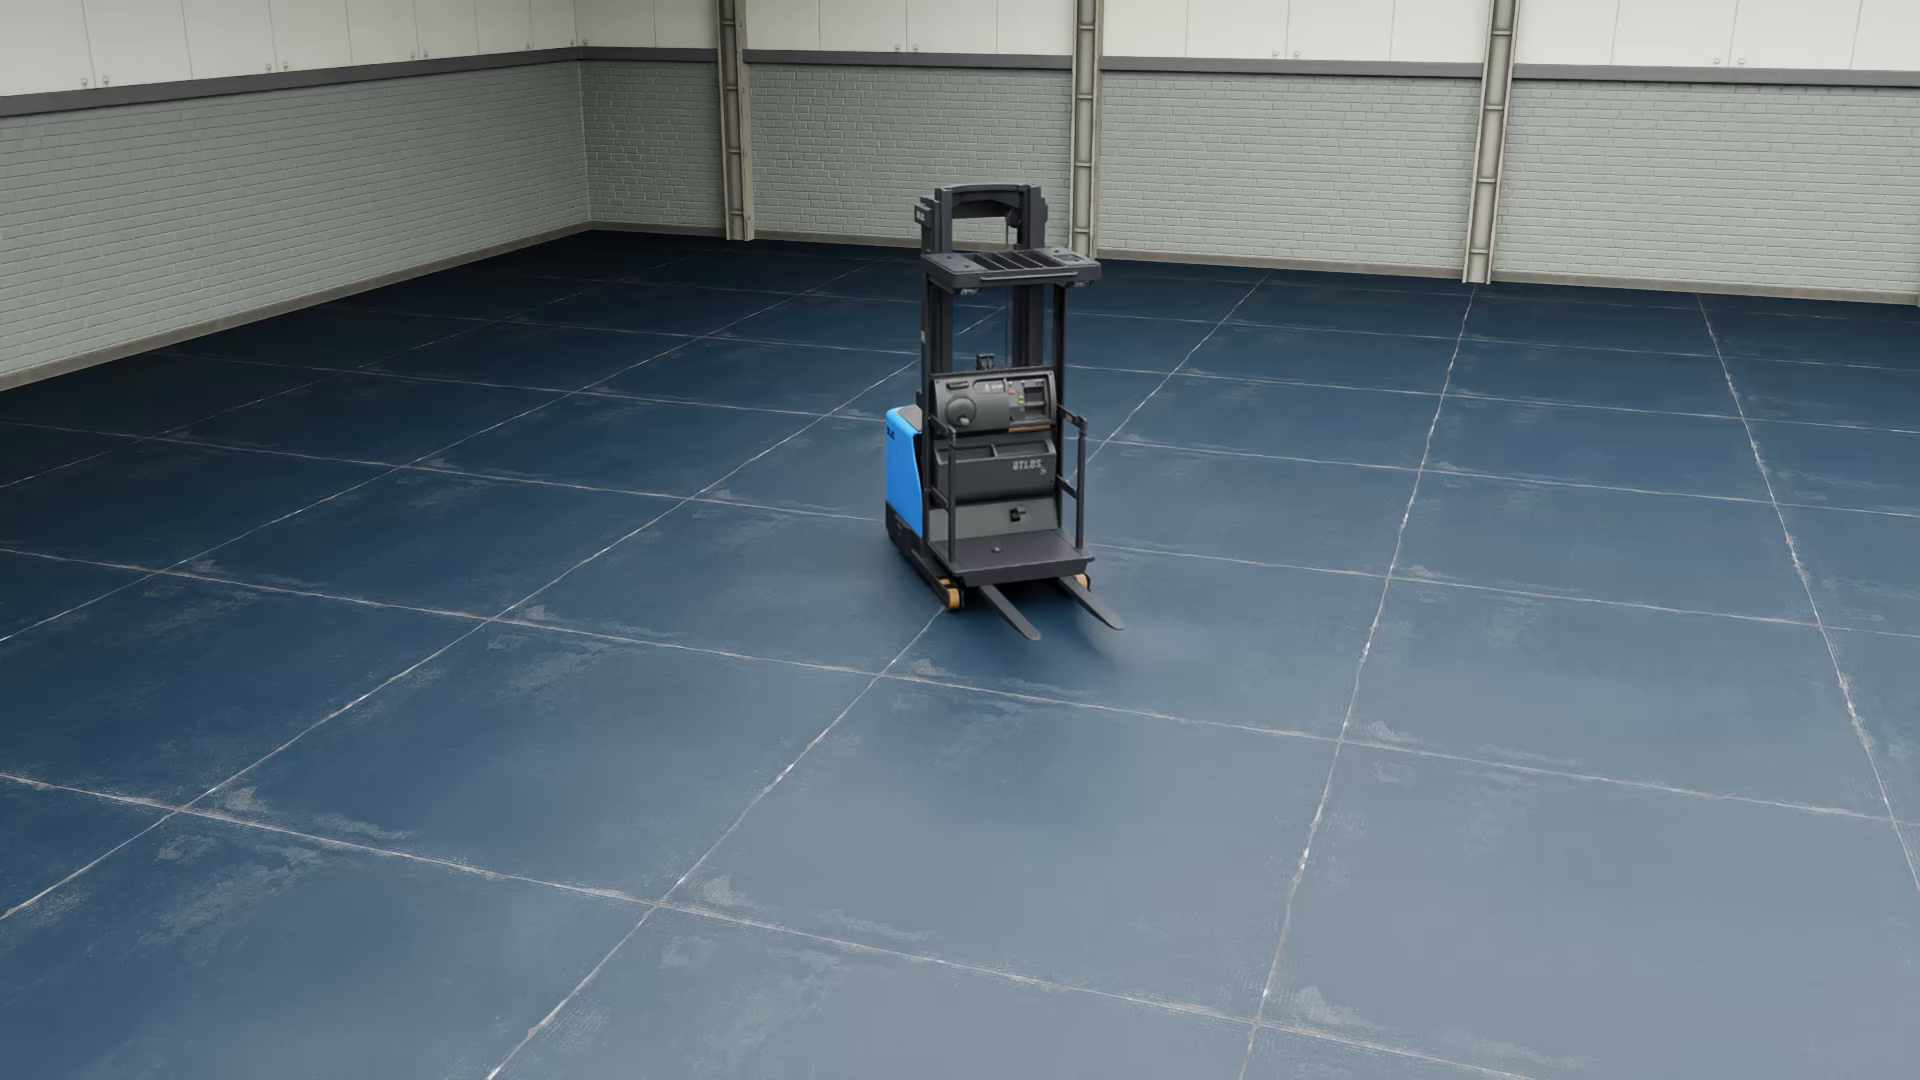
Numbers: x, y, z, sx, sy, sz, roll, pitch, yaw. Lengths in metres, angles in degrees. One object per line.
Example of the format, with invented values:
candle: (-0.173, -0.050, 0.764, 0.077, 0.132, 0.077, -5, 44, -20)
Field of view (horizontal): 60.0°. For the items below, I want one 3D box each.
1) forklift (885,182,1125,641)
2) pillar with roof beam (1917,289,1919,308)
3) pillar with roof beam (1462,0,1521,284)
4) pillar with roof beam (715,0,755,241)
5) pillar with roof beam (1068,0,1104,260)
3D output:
forklift: (0.329, -1.019, 12.048, 1.130, 2.935, 3.031, -6, 20, -17)
pillar with roof beam: (11.868, -6.074, 17.330, 0.400, 9.000, 9.100, 7, 20, 18)
pillar with roof beam: (6.201, -6.722, 19.189, 0.400, 9.000, 9.100, 7, 20, 18)
pillar with roof beam: (-5.135, -8.018, 22.908, 0.400, 9.000, 9.100, 7, 20, 18)
pillar with roof beam: (0.533, -7.370, 21.049, 0.400, 9.000, 9.100, 7, 20, 18)
